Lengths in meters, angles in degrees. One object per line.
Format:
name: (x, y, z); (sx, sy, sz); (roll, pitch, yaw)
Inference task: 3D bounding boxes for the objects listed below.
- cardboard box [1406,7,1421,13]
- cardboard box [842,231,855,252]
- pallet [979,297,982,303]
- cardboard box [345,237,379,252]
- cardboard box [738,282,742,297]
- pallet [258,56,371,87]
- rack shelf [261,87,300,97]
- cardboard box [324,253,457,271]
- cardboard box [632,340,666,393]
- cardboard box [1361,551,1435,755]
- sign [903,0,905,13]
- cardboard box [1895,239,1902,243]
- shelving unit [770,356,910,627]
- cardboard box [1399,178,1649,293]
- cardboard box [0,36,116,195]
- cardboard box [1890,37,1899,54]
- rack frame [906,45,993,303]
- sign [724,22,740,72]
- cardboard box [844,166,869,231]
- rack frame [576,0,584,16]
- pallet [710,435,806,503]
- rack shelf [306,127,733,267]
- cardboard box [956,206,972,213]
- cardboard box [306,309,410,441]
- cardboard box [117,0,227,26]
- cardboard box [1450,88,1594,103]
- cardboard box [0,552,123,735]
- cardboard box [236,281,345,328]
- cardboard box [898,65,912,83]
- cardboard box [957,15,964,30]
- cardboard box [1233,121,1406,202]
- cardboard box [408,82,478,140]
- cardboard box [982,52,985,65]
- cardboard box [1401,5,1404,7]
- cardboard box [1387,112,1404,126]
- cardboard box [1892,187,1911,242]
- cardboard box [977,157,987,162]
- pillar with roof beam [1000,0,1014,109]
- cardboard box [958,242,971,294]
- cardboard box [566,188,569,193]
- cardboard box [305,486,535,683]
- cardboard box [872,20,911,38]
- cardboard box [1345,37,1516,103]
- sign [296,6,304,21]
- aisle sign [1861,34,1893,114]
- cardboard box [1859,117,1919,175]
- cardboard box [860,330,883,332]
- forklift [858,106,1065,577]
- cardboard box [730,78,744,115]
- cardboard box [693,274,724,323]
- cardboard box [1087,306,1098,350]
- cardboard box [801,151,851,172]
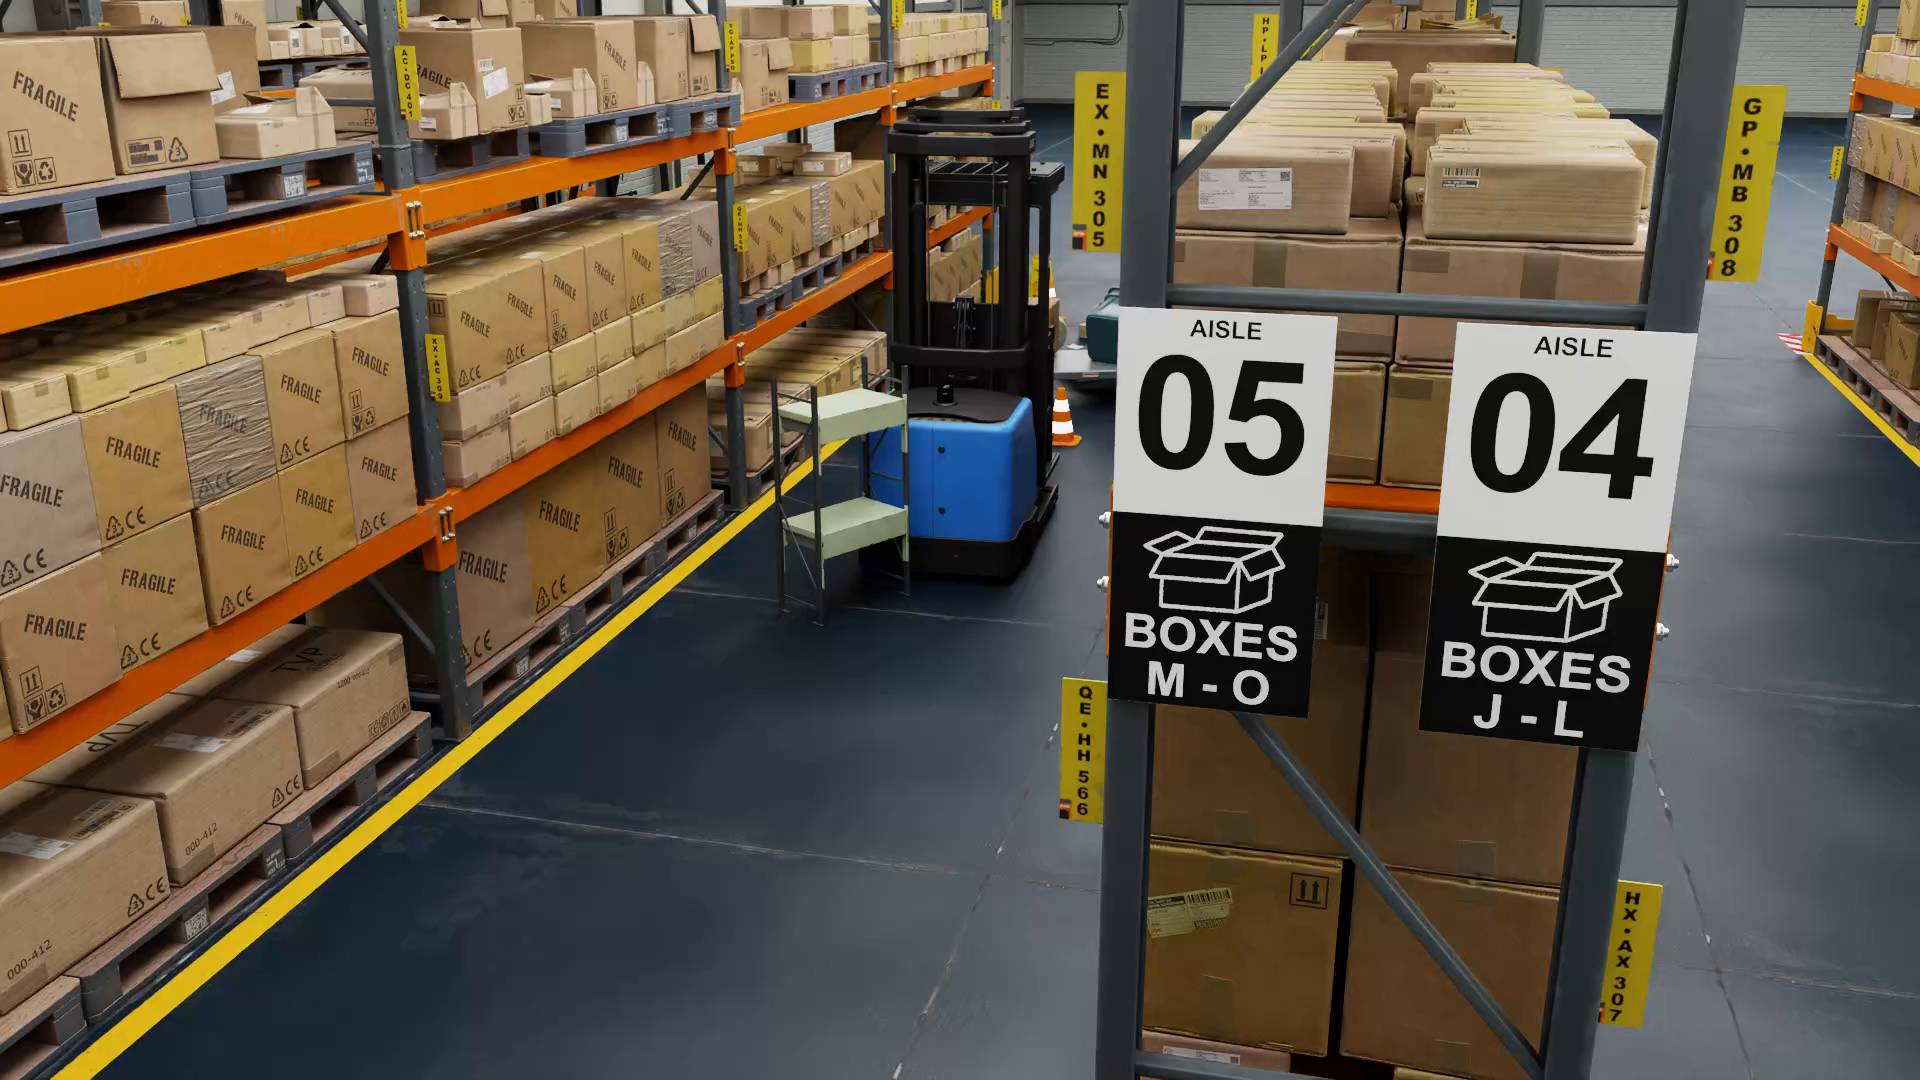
cardboard box: (4.484, -4.913, 15.758); (0.500, 0.250, 0.500); (5, 19, 14)
cardboard box: (-1.126, -2.582, 14.347); (0.380, 0.149, 0.250); (5, 19, 14)
pallet: (-0.374, -2.589, 18.942); (1.003, 0.211, 1.213); (5, 19, 13)
cardboard box: (-5.901, -2.914, 15.810); (0.500, 0.250, 0.500); (5, 19, 13)
cardboard box: (-1.817, -1.844, 12.185); (0.380, 0.149, 0.250); (4, 19, 10)
pallet: (-6.117, -4.373, 15.505); (0.805, 0.209, 1.217); (4, 19, 11)
rack shelf: (-6.402, -3.774, 14.568); (1.077, 0.370, 4.000); (5, 19, 13)
cardboard box: (-3.069, -1.266, 9.053); (0.500, 0.500, 0.500); (5, 19, 14)
cardboard box: (-2.197, -1.109, 10.526); (0.500, 0.250, 0.500); (4, 19, 13)
cardboard box: (1.277, 0.250, 4.153); (0.500, 0.500, 0.500); (5, 20, 15)
sign: (-0.648, -6.060, 18.797); (0.100, 0.325, 0.005); (5, 19, 13)
cardboard box: (8.794, -2.661, 15.227); (0.380, 0.149, 0.250); (5, 19, 13)
shelving unit: (-0.724, -0.312, 10.281); (0.431, 1.500, 0.755); (18, 26, 42)
cardboard box: (1.279, -0.676, 3.844); (0.500, 0.250, 0.500); (4, 19, 13)
cardboard box: (-3.393, -1.502, 5.846); (0.500, 0.500, 0.500); (5, 19, 14)
cardboard box: (8.961, -4.629, 15.573); (0.380, 0.149, 0.250); (5, 20, 16)
rack frame: (-0.122, -4.184, 19.298); (1.000, 3.000, 0.127); (5, 19, 13)
sign: (-1.541, -3.332, 11.240); (0.100, 0.325, 0.005); (5, 19, 13)
cardboard box: (-1.110, -2.999, 14.563); (0.500, 0.500, 0.500); (5, 19, 14)
rack frame: (-4.936, -7.414, 19.472); (1.000, 3.000, 0.127); (5, 19, 13)
pallet: (-1.884, -0.602, 13.124); (1.003, 0.211, 1.213); (5, 19, 13)
rack shelf: (-2.565, -2.129, 9.753); (1.077, 0.370, 4.000); (5, 19, 13)
cardboard box: (-0.077, -3.682, 18.214); (0.380, 0.149, 0.250); (5, 19, 14)
cardboard box: (-2.902, -0.774, 7.612); (0.500, 0.500, 0.500); (4, 19, 13)
cardboard box: (-6.451, -4.155, 13.610); (0.700, 0.500, 0.500); (4, 19, 12)
cardboard box: (1.626, -1.230, 4.848); (0.380, 0.149, 0.250); (4, 19, 12)
cardboard box: (-3.397, 0.337, 5.907); (0.500, 0.500, 0.500); (5, 19, 13)
cardboard box: (-2.990, -1.055, 7.430); (0.380, 0.149, 0.250); (5, 20, 15)
cardboard box: (-0.665, -4.387, 15.639); (0.380, 0.149, 0.250); (5, 19, 13)
cardboard box: (-0.175, -5.498, 17.659); (0.380, 0.149, 0.250); (5, 19, 14)
cardboard box: (0.807, -0.862, 3.770); (0.380, 0.149, 0.250); (4, 19, 12)
cardboard box: (-2.593, -2.107, 8.133); (0.396, 0.266, 0.258); (4, 19, 13)
cardboard box: (0.062, -5.351, 18.462); (0.380, 0.149, 0.250); (5, 19, 14)
cardboard box: (4.213, -5.270, 16.804); (0.500, 0.250, 0.500); (4, 19, 13)
cardboard box: (1.294, -1.361, 5.850); (0.500, 0.250, 0.500); (5, 19, 13)
cardboard box: (9.023, -2.944, 15.052); (0.875, 0.500, 0.500); (5, 19, 13)
cardboard box: (0.012, -4.181, 18.672); (0.500, 0.500, 0.500); (4, 19, 12)
pillar with roof beam: (5.524, -16.330, 45.576); (9.100, 9.000, 0.400); (5, 19, 13)
cardboard box: (-0.189, -3.001, 18.278); (0.500, 0.500, 0.500); (5, 20, 15)
cardboard box: (-4.938, -4.286, 19.440); (0.500, 0.500, 0.500); (5, 20, 15)
cardboard box: (-2.980, 0.183, 9.149); (0.875, 0.875, 0.875); (5, 20, 15)
cardboard box: (-0.671, -4.765, 15.513); (0.380, 0.149, 0.250); (5, 20, 15)
cardboard box: (1.970, -1.840, 6.988); (0.700, 0.500, 0.500); (5, 19, 13)
sign: (-6.452, -5.067, 16.317); (0.100, 0.325, 0.005); (5, 19, 13)
aisle sign: (9.212, -4.675, 16.713); (0.394, 0.787, 0.004); (5, 19, 13)
cardboard box: (8.960, -3.756, 15.882); (0.500, 0.500, 0.500); (5, 19, 13)
cardboard box: (-0.694, -1.992, 16.483); (0.500, 0.250, 0.500); (4, 19, 11)
forklift: (0.125, -1.587, 11.798); (1.130, 2.935, 3.031); (4, 19, 11)
cardboard box: (-1.773, -3.198, 11.978); (0.396, 0.266, 0.258); (5, 19, 13)
cardboard box: (-1.949, -1.671, 11.397); (0.500, 0.250, 0.500); (5, 19, 13)
cardboard box: (1.683, -2.023, 16.622); (0.797, 0.637, 0.503); (5, 19, 13)
cardboard box: (-1.149, -3.245, 14.279); (0.380, 0.149, 0.250); (4, 19, 12)
